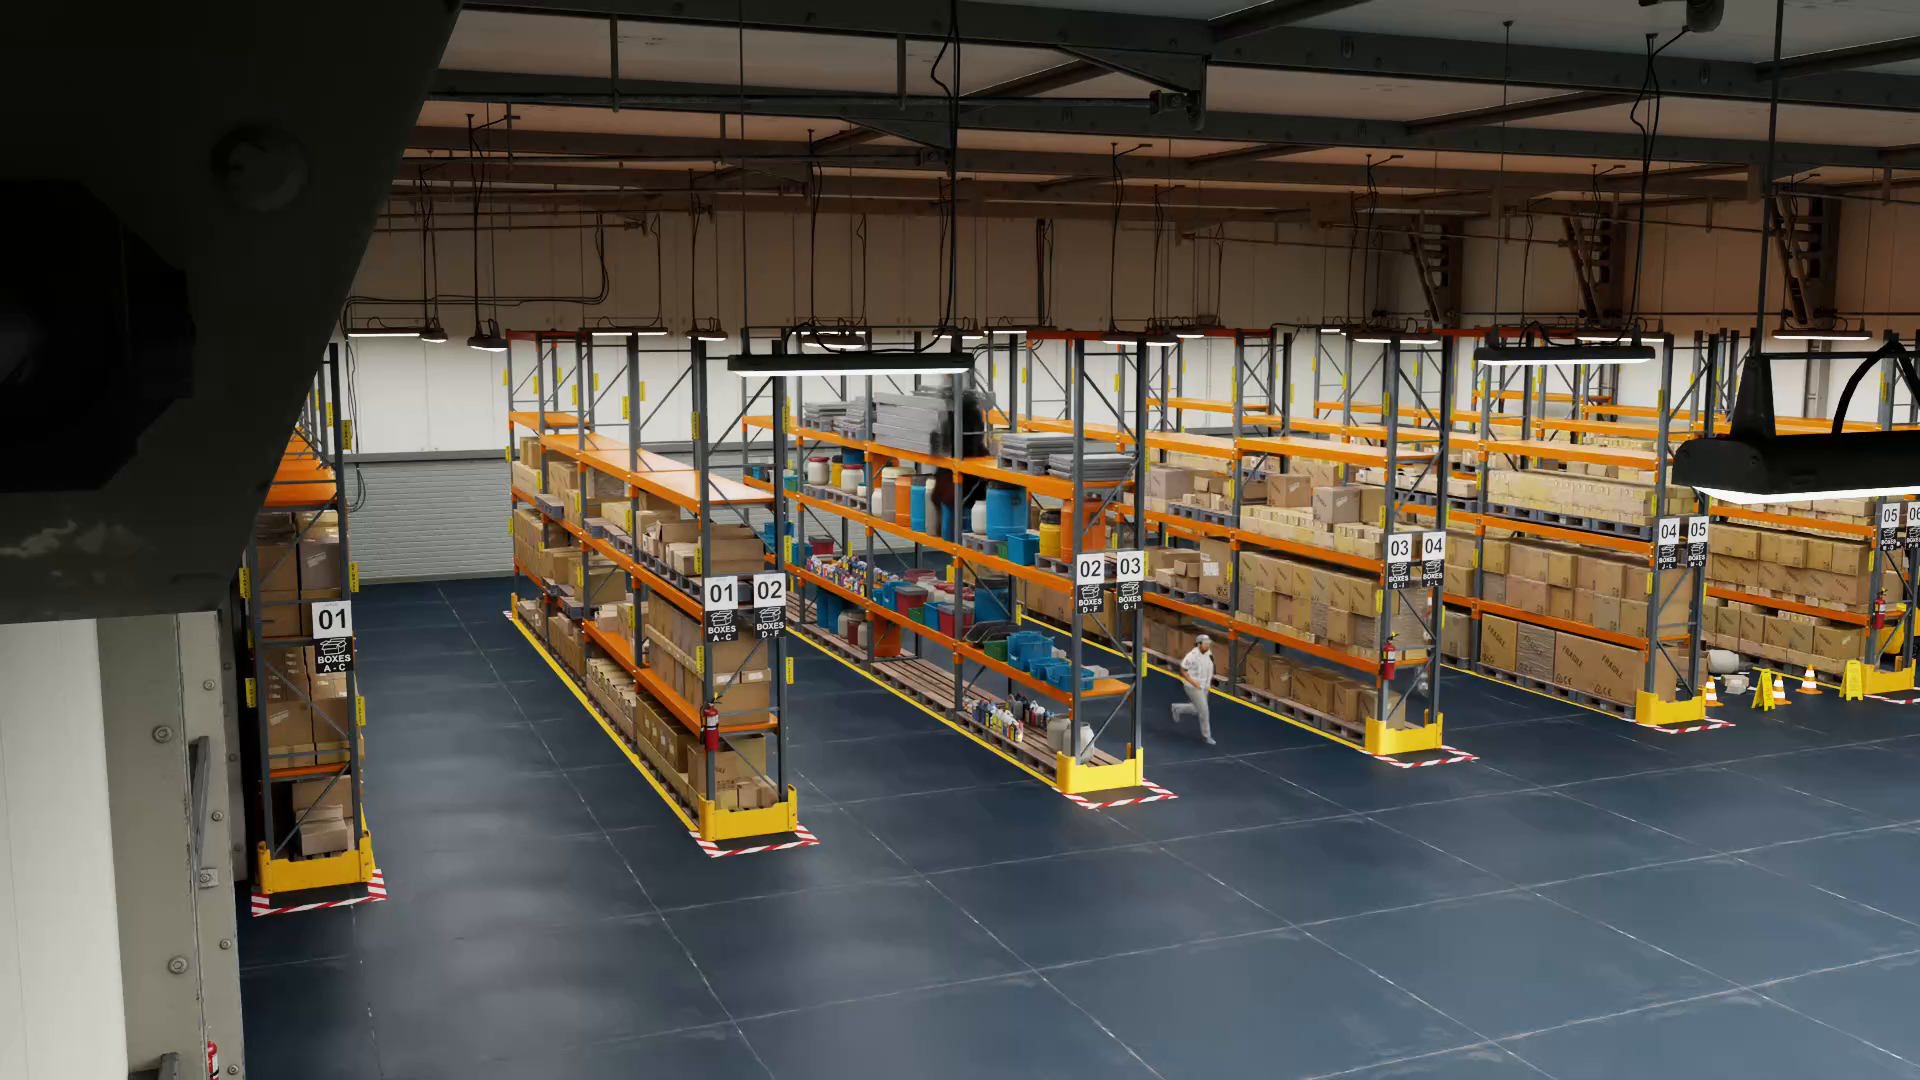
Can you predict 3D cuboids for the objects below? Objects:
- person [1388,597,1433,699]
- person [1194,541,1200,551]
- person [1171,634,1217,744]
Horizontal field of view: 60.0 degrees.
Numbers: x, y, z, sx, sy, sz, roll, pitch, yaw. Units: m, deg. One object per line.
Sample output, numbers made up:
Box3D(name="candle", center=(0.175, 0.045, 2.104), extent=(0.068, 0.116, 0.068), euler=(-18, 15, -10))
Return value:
Box3D(name="person", center=(7.461, 1.756, 27.690), extent=(1.046, 1.729, 0.704), euler=(7, 10, 42))
Box3D(name="person", center=(6.028, -0.124, 41.309), extent=(0.657, 1.669, 0.909), euler=(-5, 9, -34))
Box3D(name="person", center=(3.504, 2.197, 24.769), extent=(0.815, 1.660, 0.611), euler=(8, 11, 44))
